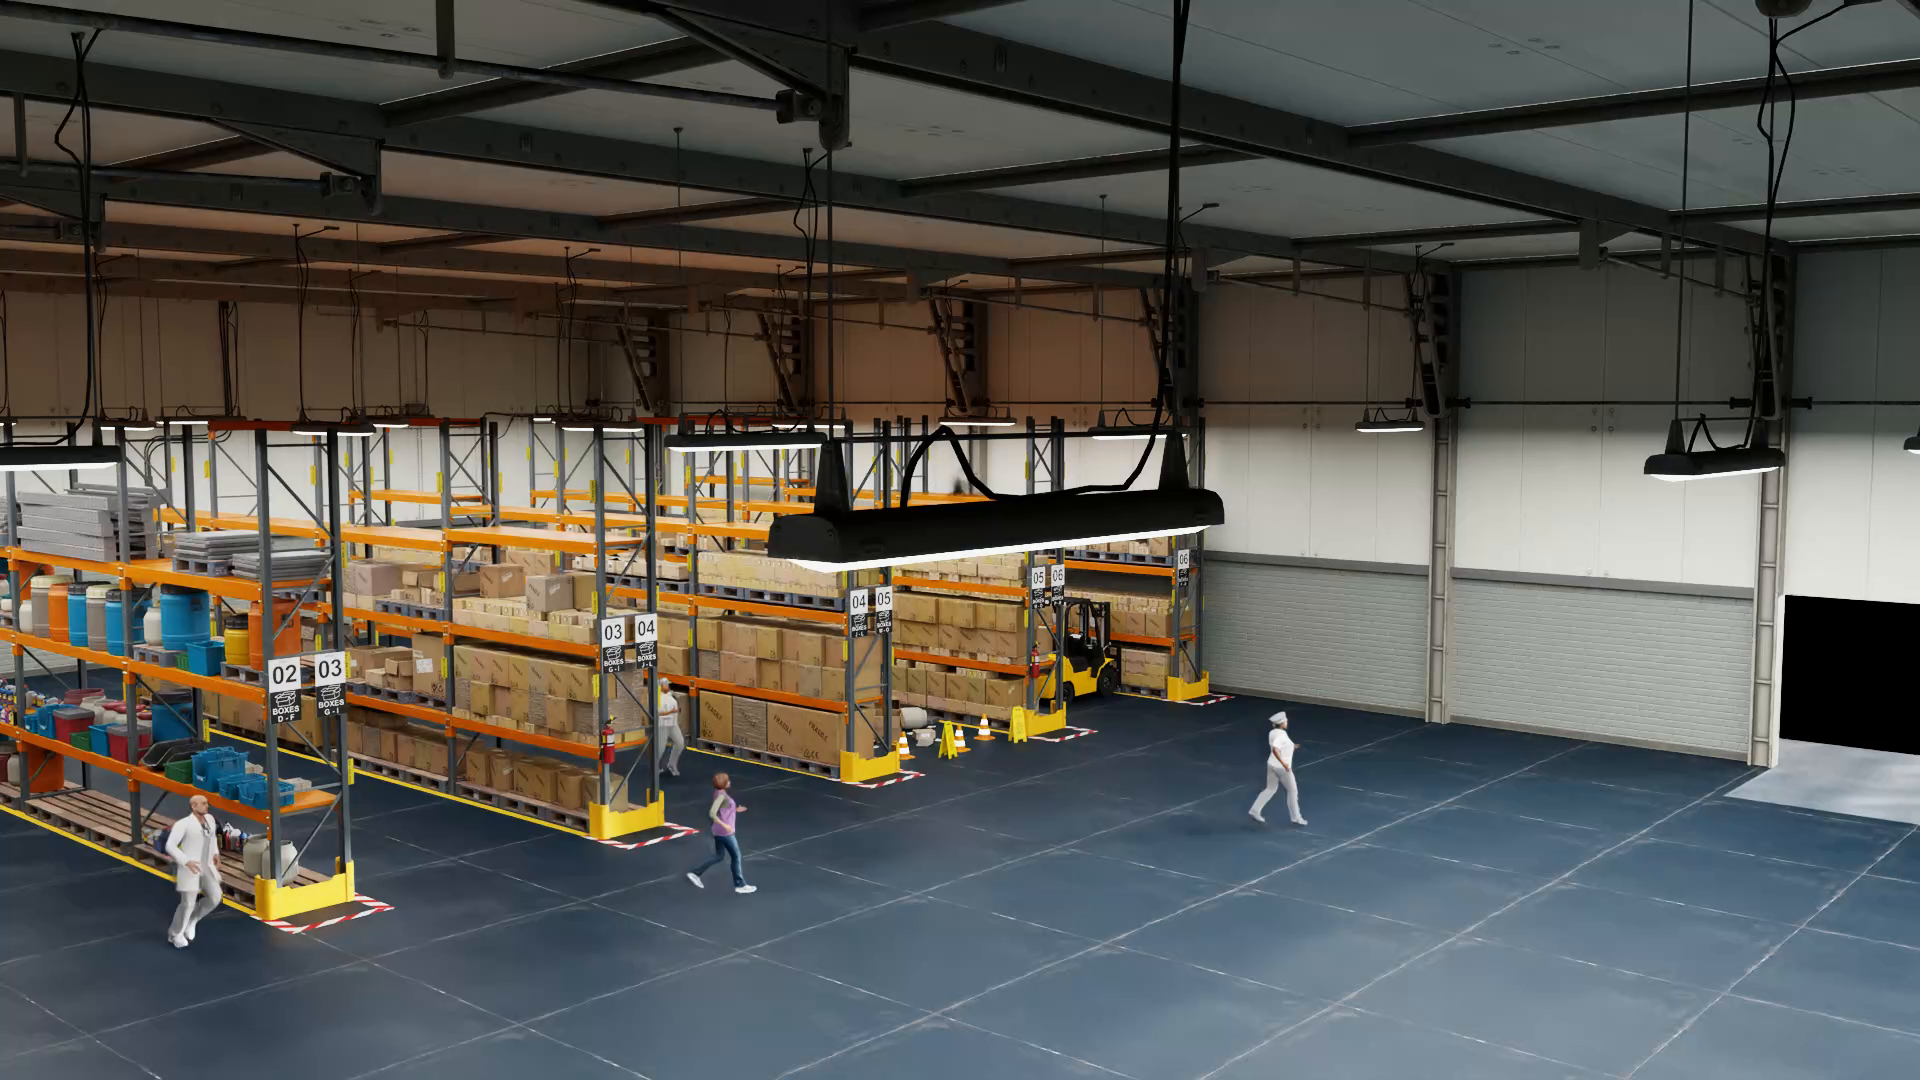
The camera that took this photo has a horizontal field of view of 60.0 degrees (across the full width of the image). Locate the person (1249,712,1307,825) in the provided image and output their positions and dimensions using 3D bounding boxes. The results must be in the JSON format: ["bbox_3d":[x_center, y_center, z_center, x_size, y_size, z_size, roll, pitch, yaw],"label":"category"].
[{"bbox_3d":[4.754,3.408,24.760,0.908,1.711,0.566,-2,5,-19],"label":"person"}]

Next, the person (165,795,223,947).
[{"bbox_3d":[-8.928,3.962,19.522,0.579,1.494,0.774,2,5,26],"label":"person"}]

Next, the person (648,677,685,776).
[{"bbox_3d":[-4.964,3.182,28.125,0.680,1.704,0.582,3,5,30],"label":"person"}]

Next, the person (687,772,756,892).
[{"bbox_3d":[-3.052,3.755,21.299,0.877,1.577,0.544,-2,5,-19],"label":"person"}]
